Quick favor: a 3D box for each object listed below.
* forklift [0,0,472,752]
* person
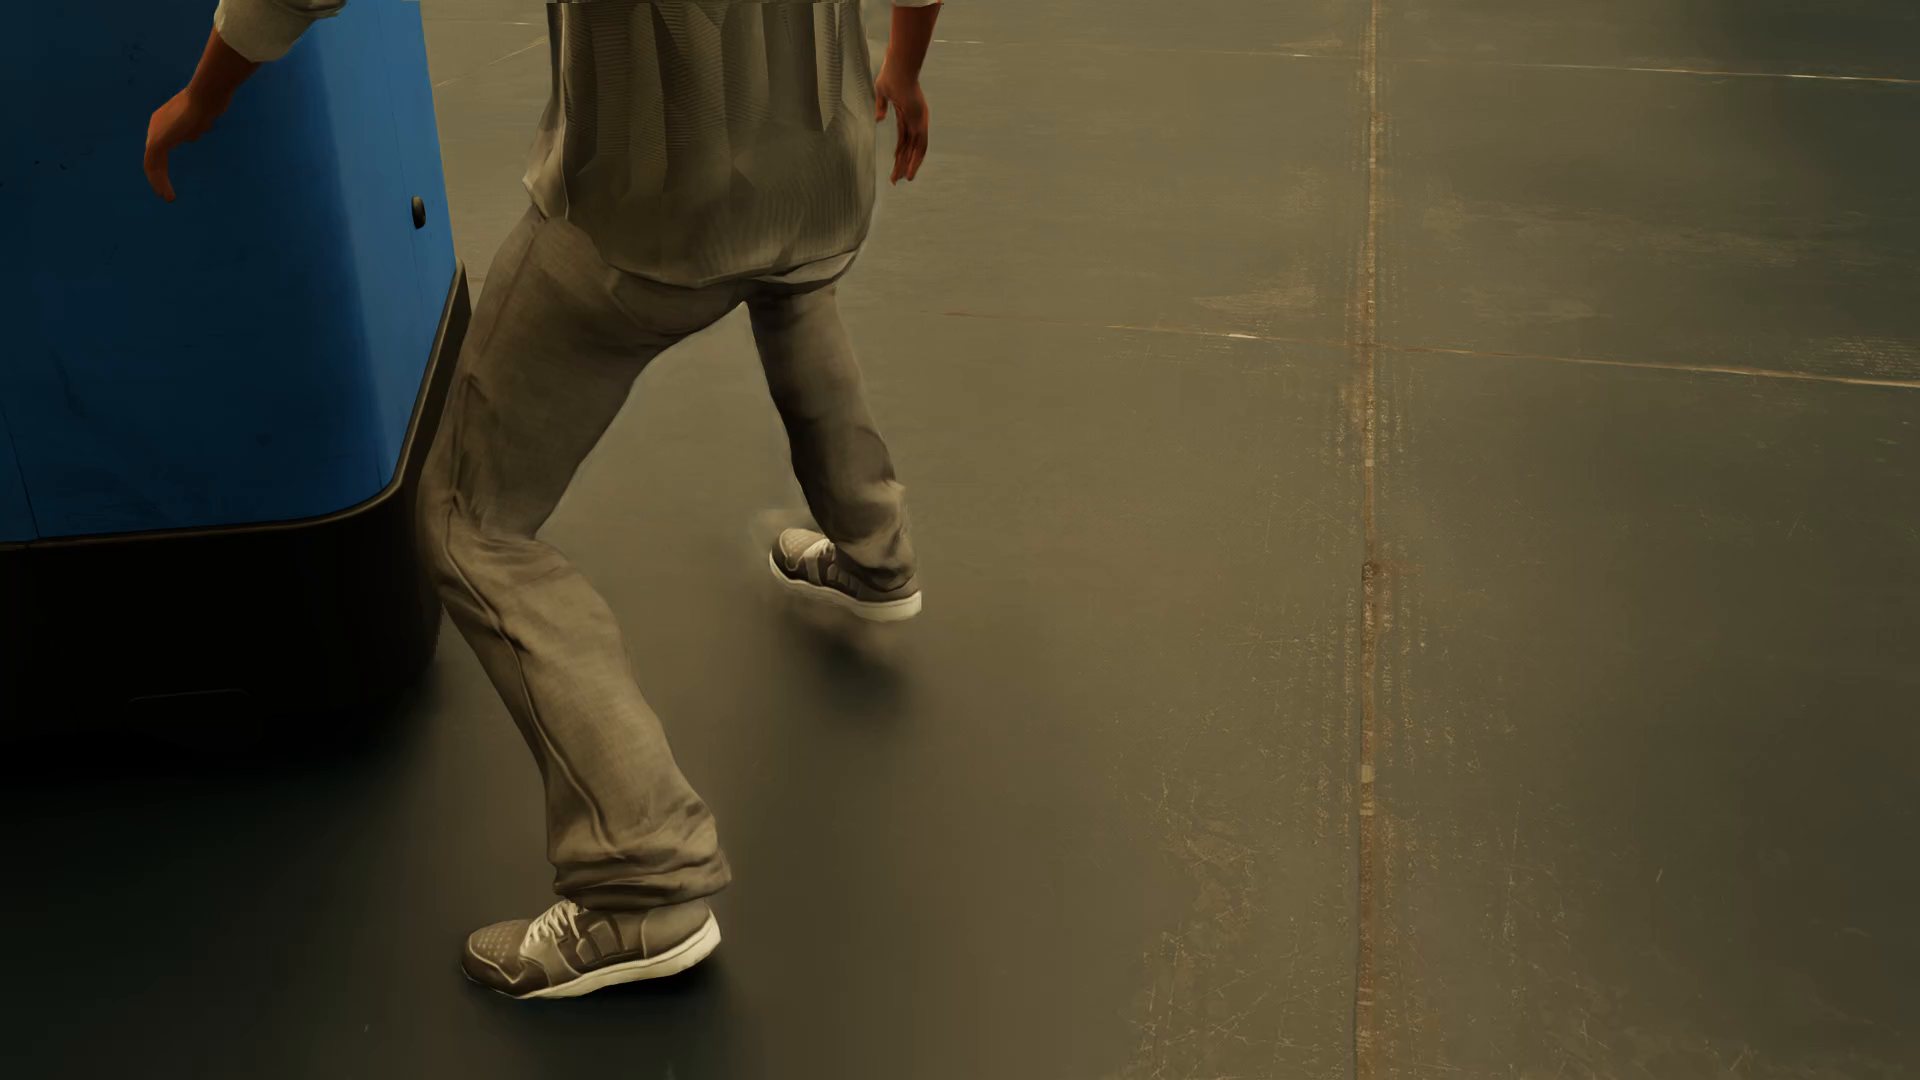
[{"bbox_3d":[-2.218,-1.166,1.557,3.031,2.935,1.130,-5,27,-9],"label":"forklift"},{"bbox_3d":[-0.314,-0.360,1.631,0.816,1.476,0.646,-18,32,-32],"label":"person"}]
